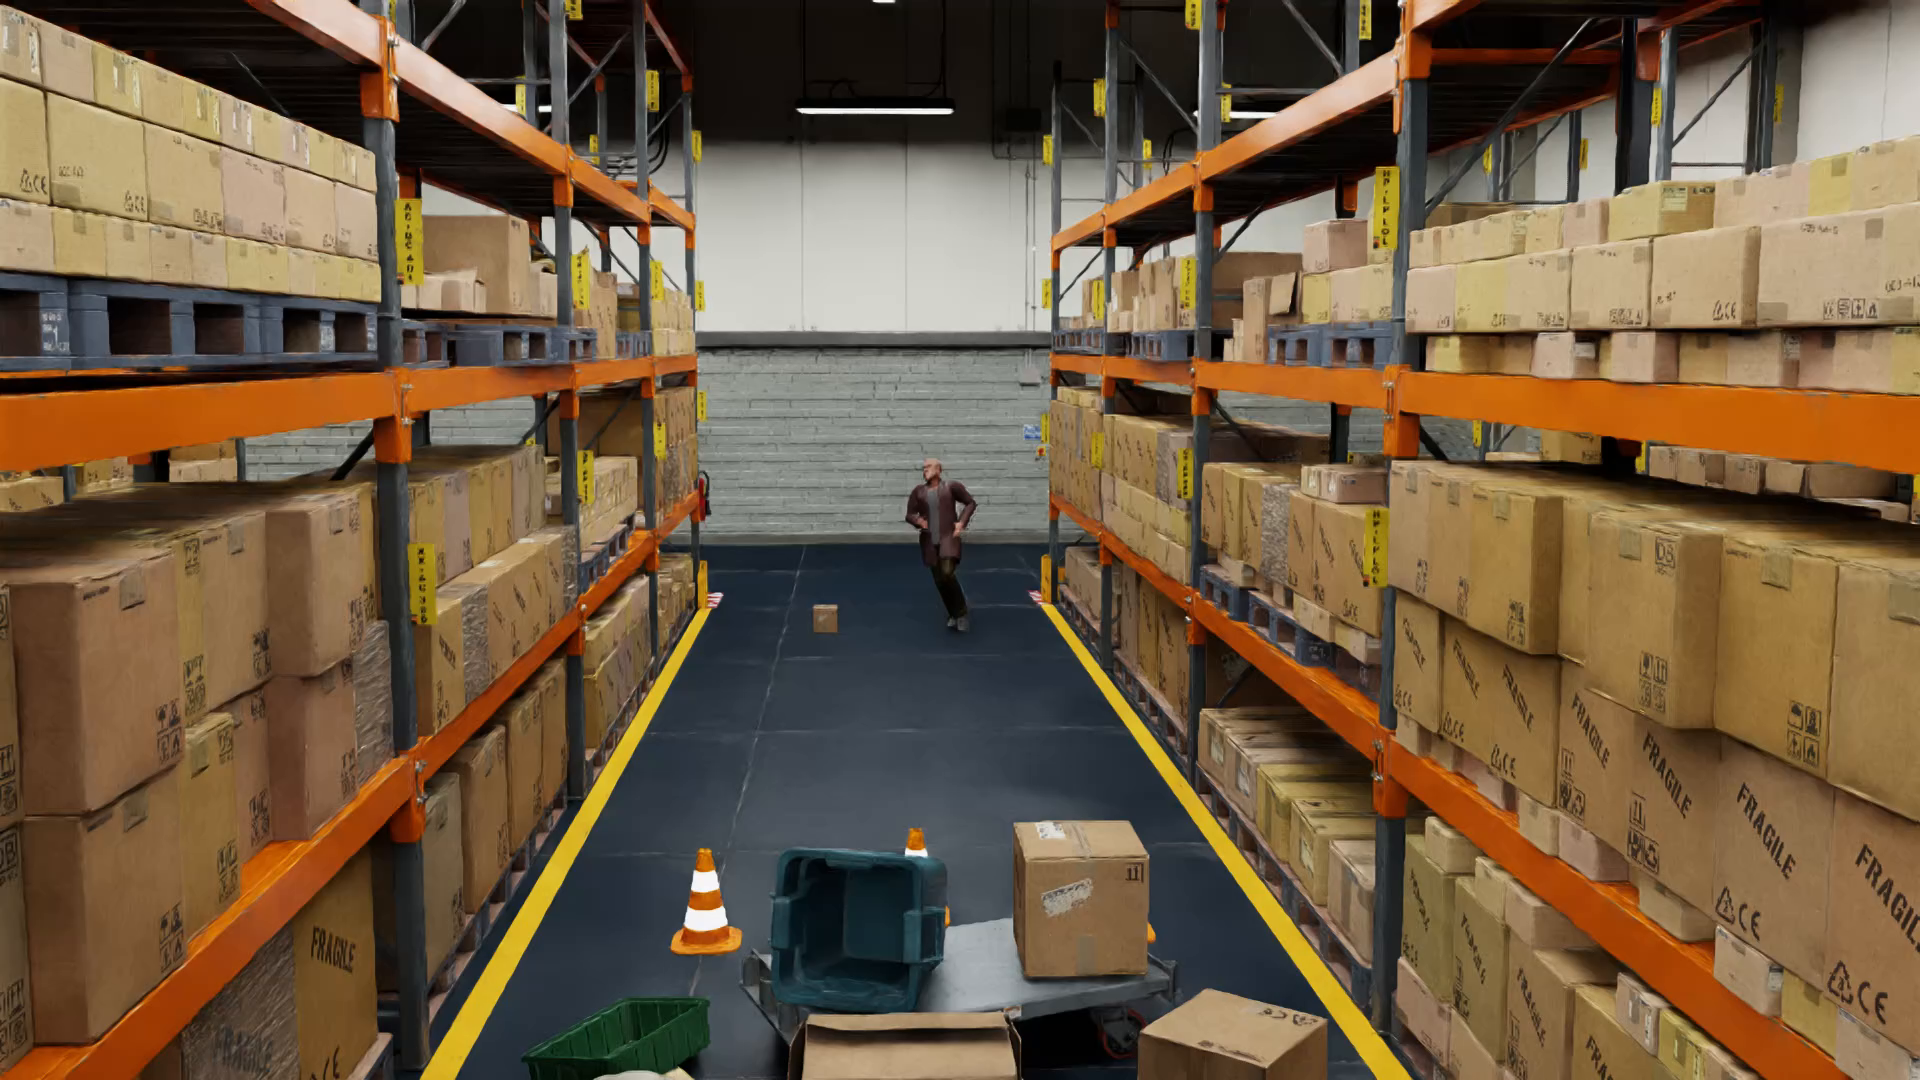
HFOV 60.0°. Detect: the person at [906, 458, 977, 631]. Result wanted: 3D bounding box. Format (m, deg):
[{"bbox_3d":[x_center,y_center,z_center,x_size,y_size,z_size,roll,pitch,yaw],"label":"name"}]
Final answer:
[{"bbox_3d":[-0.220,0.052,17.173,0.748,1.790,0.582,2,7,19],"label":"person"}]
